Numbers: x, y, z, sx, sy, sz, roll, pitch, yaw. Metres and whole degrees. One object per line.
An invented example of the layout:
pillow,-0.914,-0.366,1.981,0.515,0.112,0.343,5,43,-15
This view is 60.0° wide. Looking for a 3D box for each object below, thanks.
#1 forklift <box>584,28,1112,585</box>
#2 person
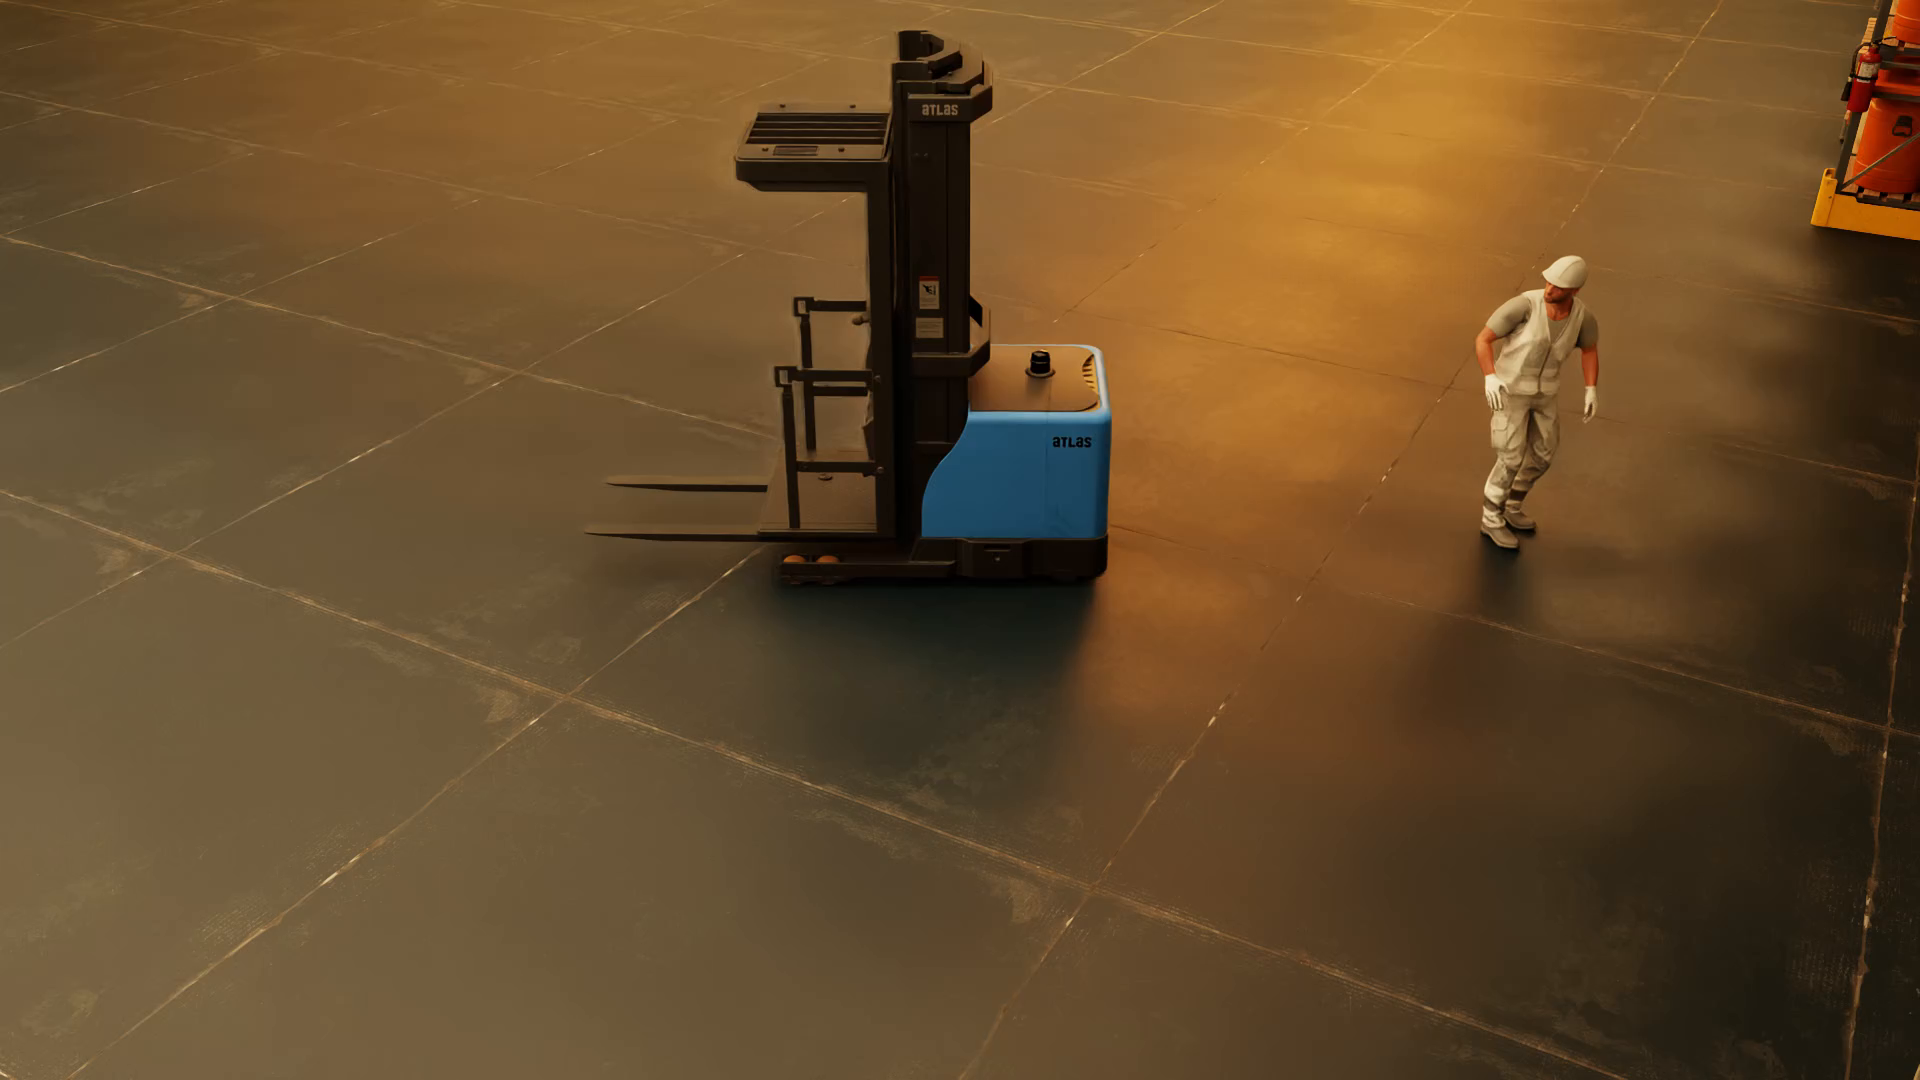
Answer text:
forklift,-0.660,-1.275,9.280,3.031,2.935,1.130,0,30,1
person,3.370,-0.822,9.682,0.742,1.751,0.507,-7,31,-13
